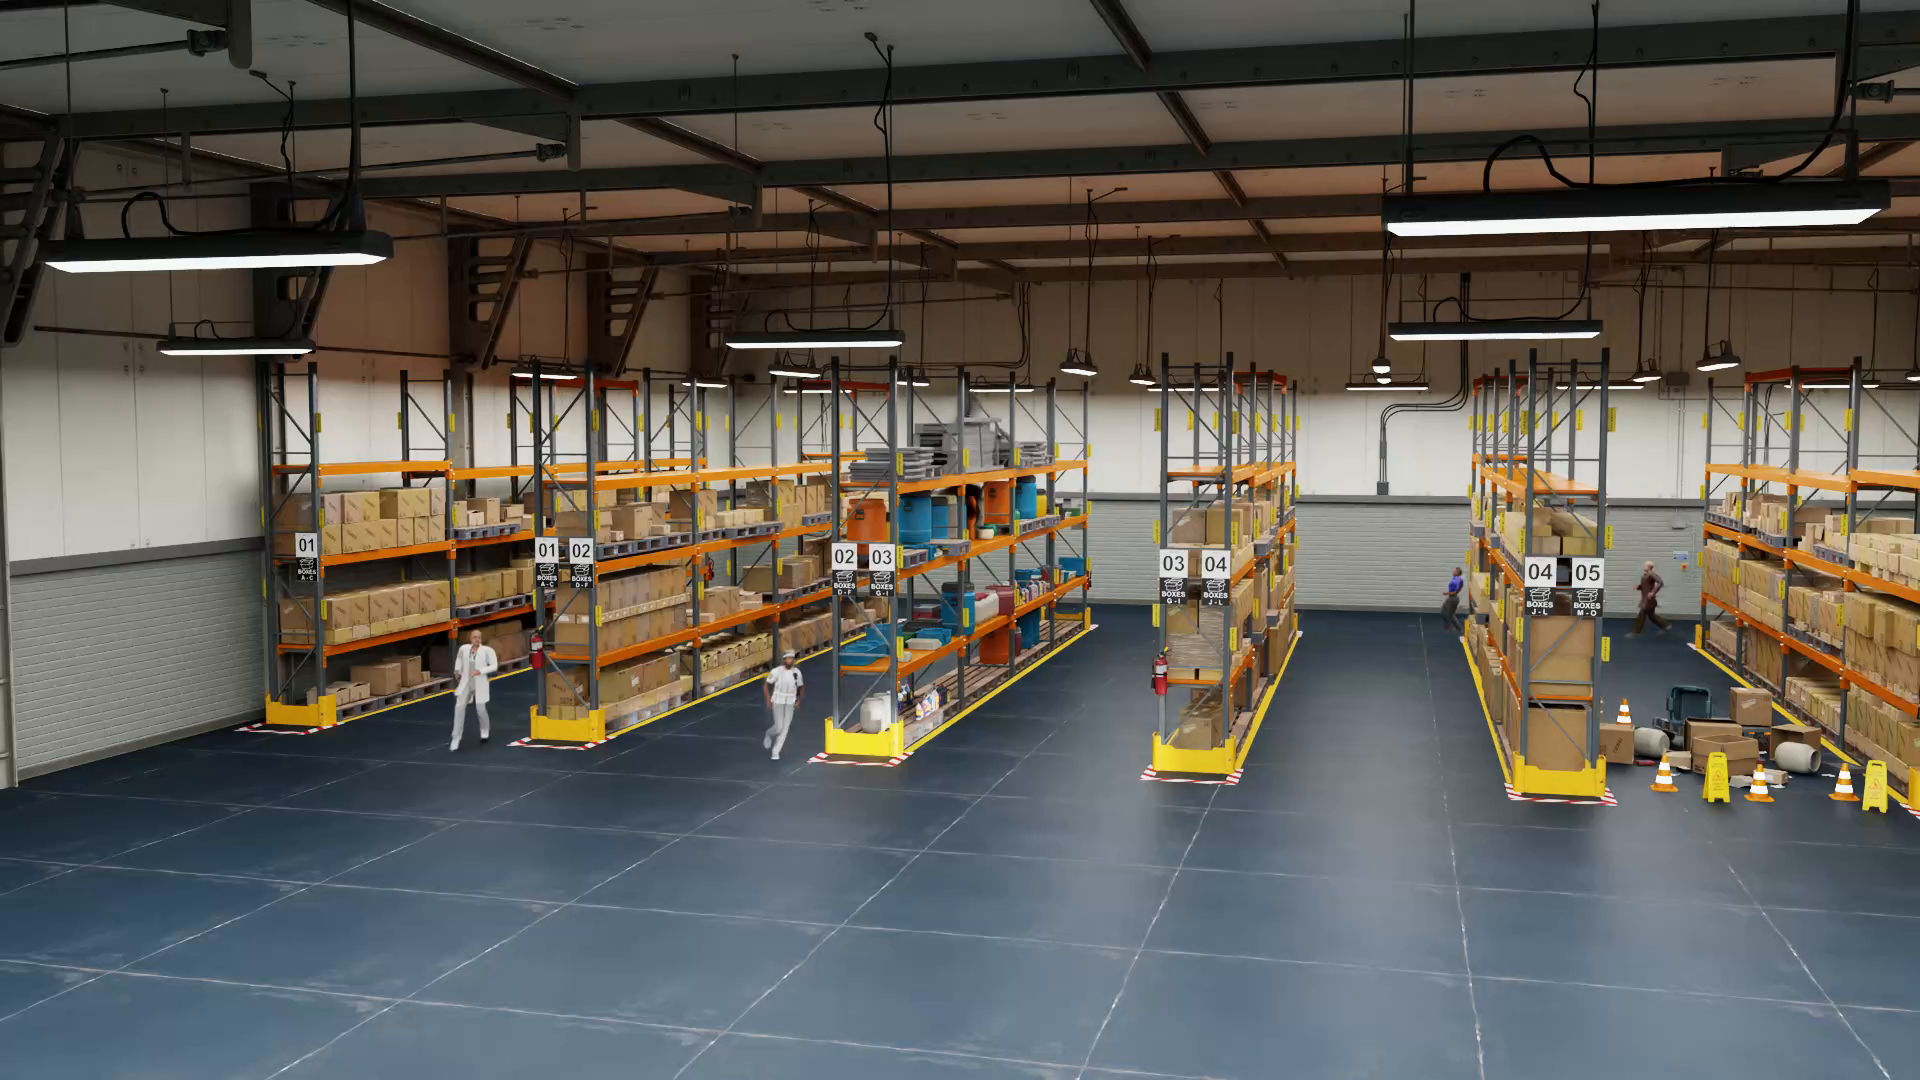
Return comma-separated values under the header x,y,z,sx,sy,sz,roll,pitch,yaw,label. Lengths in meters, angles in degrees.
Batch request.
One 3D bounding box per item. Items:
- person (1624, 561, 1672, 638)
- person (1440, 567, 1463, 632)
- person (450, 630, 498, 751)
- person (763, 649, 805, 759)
x,y,z,sx,sy,sz,roll,pitch,yaw,label
15.933,1.378,38.467,1.053,1.783,0.724,1,4,15,person
11.667,1.440,39.484,0.531,1.631,0.714,1,4,18,person
-7.539,2.298,25.878,0.706,1.806,1.003,0,4,-2,person
-2.613,2.440,24.910,0.612,1.620,0.523,-2,4,-21,person
